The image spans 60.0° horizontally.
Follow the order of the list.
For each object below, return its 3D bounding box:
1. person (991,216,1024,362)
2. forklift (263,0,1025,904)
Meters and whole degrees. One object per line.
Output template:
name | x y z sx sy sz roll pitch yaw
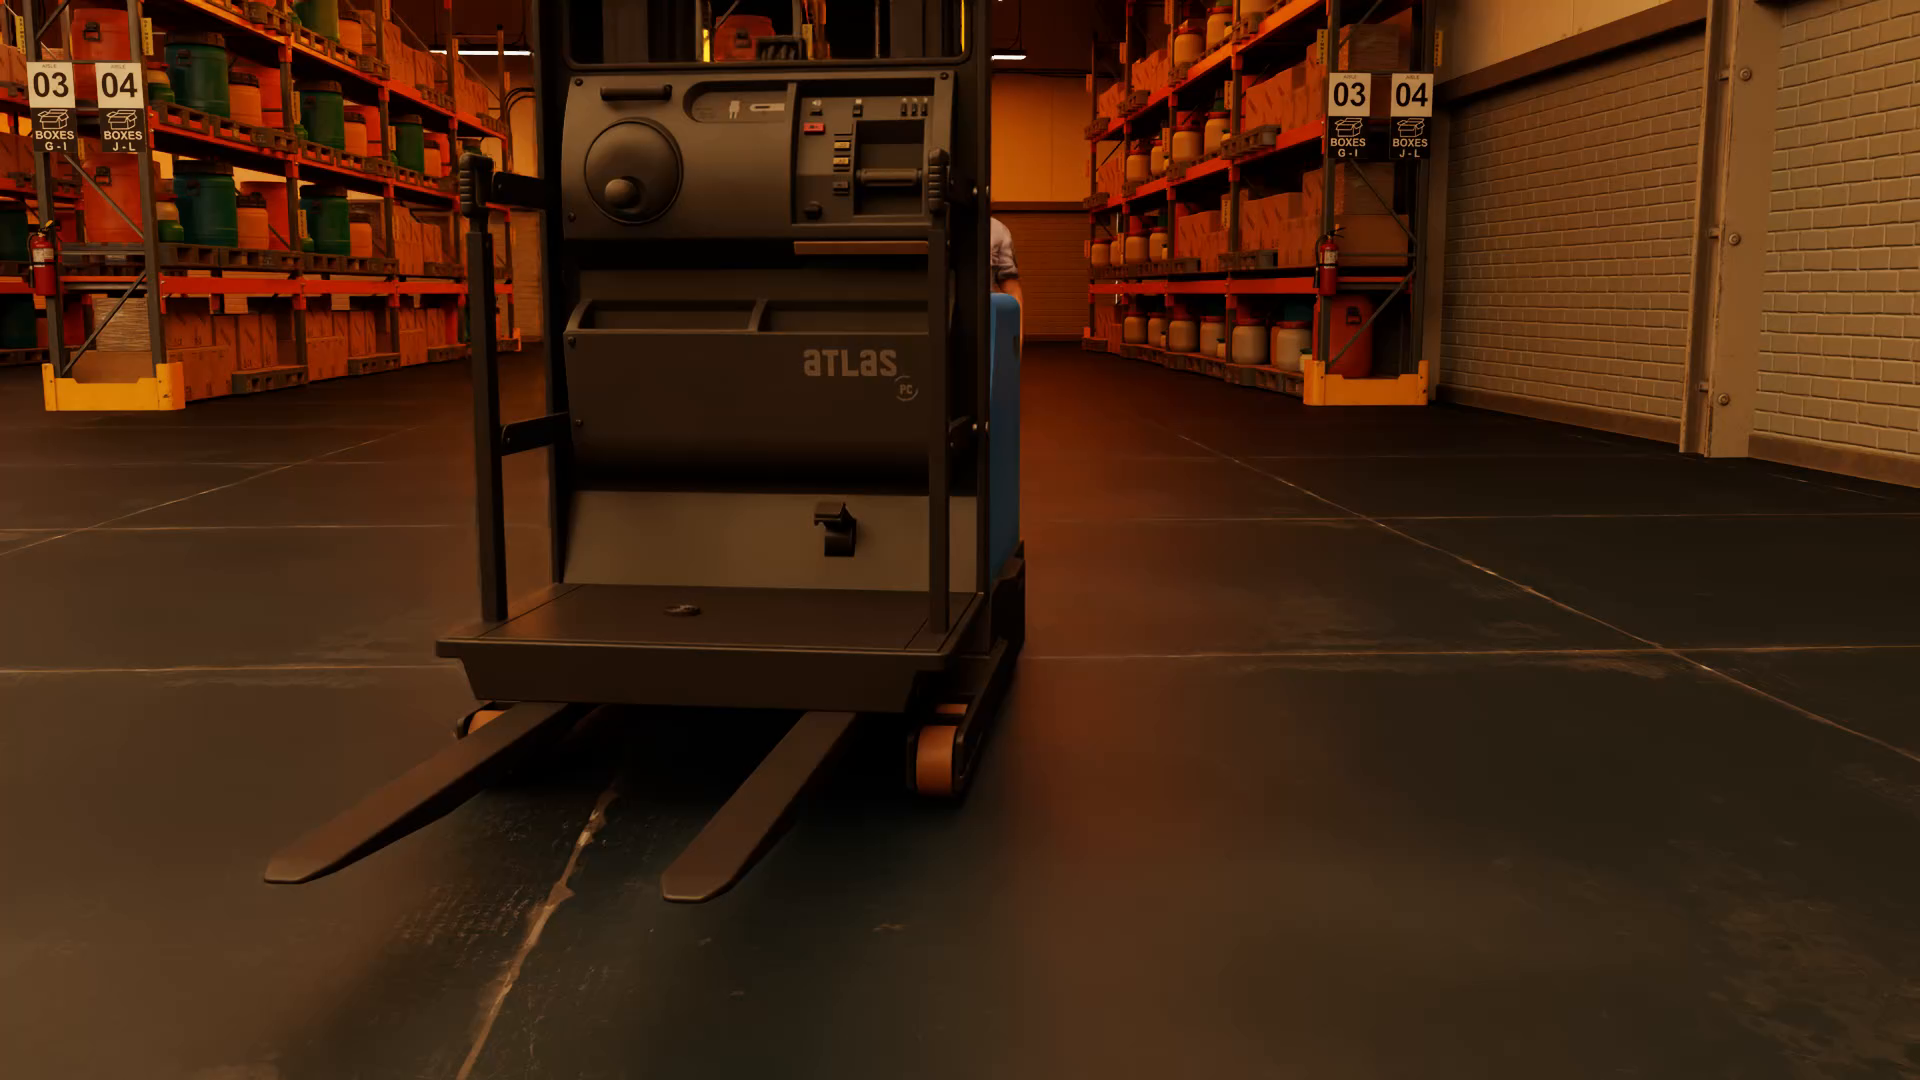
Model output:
person | -0.017 -0.809 7.098 0.599 1.650 0.503 -1 8 -4
forklift | -0.502 -0.946 3.701 1.130 2.935 3.031 1 9 7
